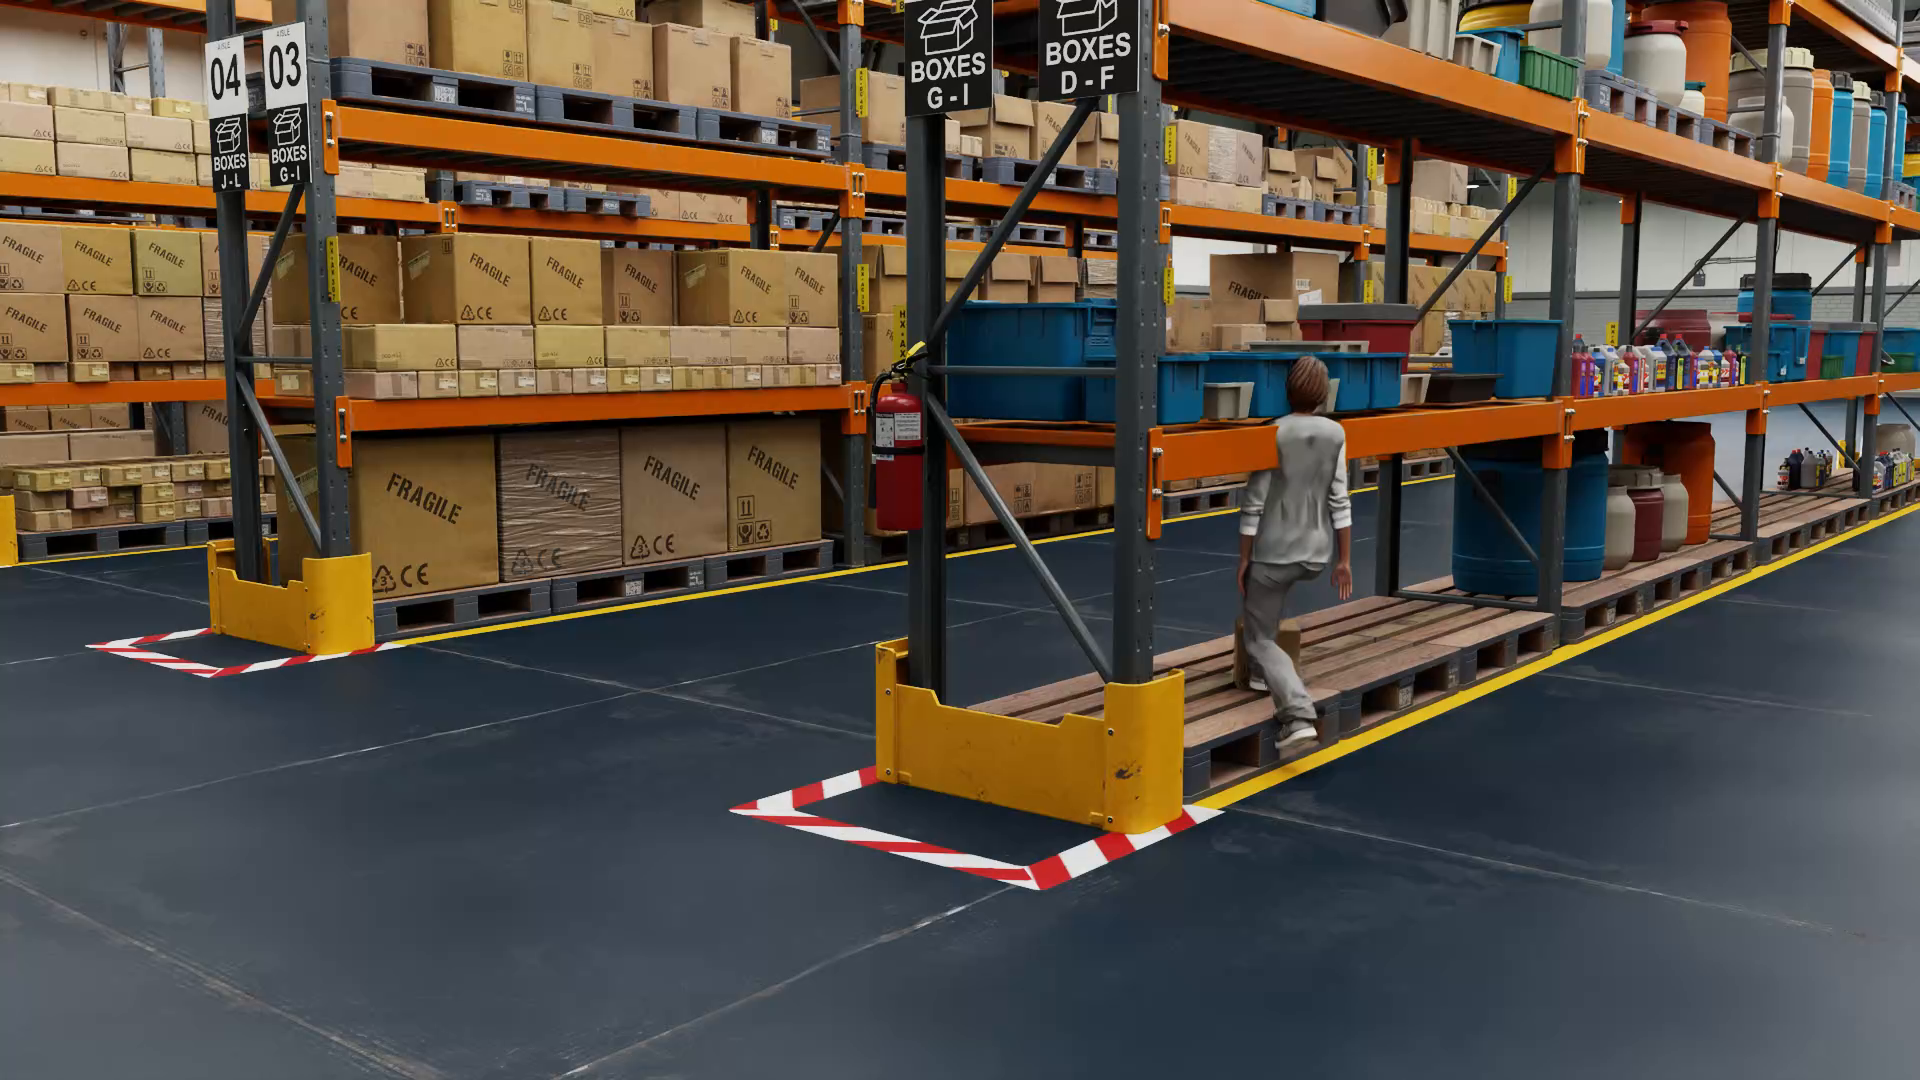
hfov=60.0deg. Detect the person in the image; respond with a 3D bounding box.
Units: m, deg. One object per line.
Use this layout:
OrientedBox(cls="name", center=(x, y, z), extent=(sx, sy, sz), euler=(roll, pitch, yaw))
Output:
OrientedBox(cls="person", center=(1.247, 0.025, 6.446), extent=(0.442, 1.474, 0.838), euler=(-2, 7, -19))
